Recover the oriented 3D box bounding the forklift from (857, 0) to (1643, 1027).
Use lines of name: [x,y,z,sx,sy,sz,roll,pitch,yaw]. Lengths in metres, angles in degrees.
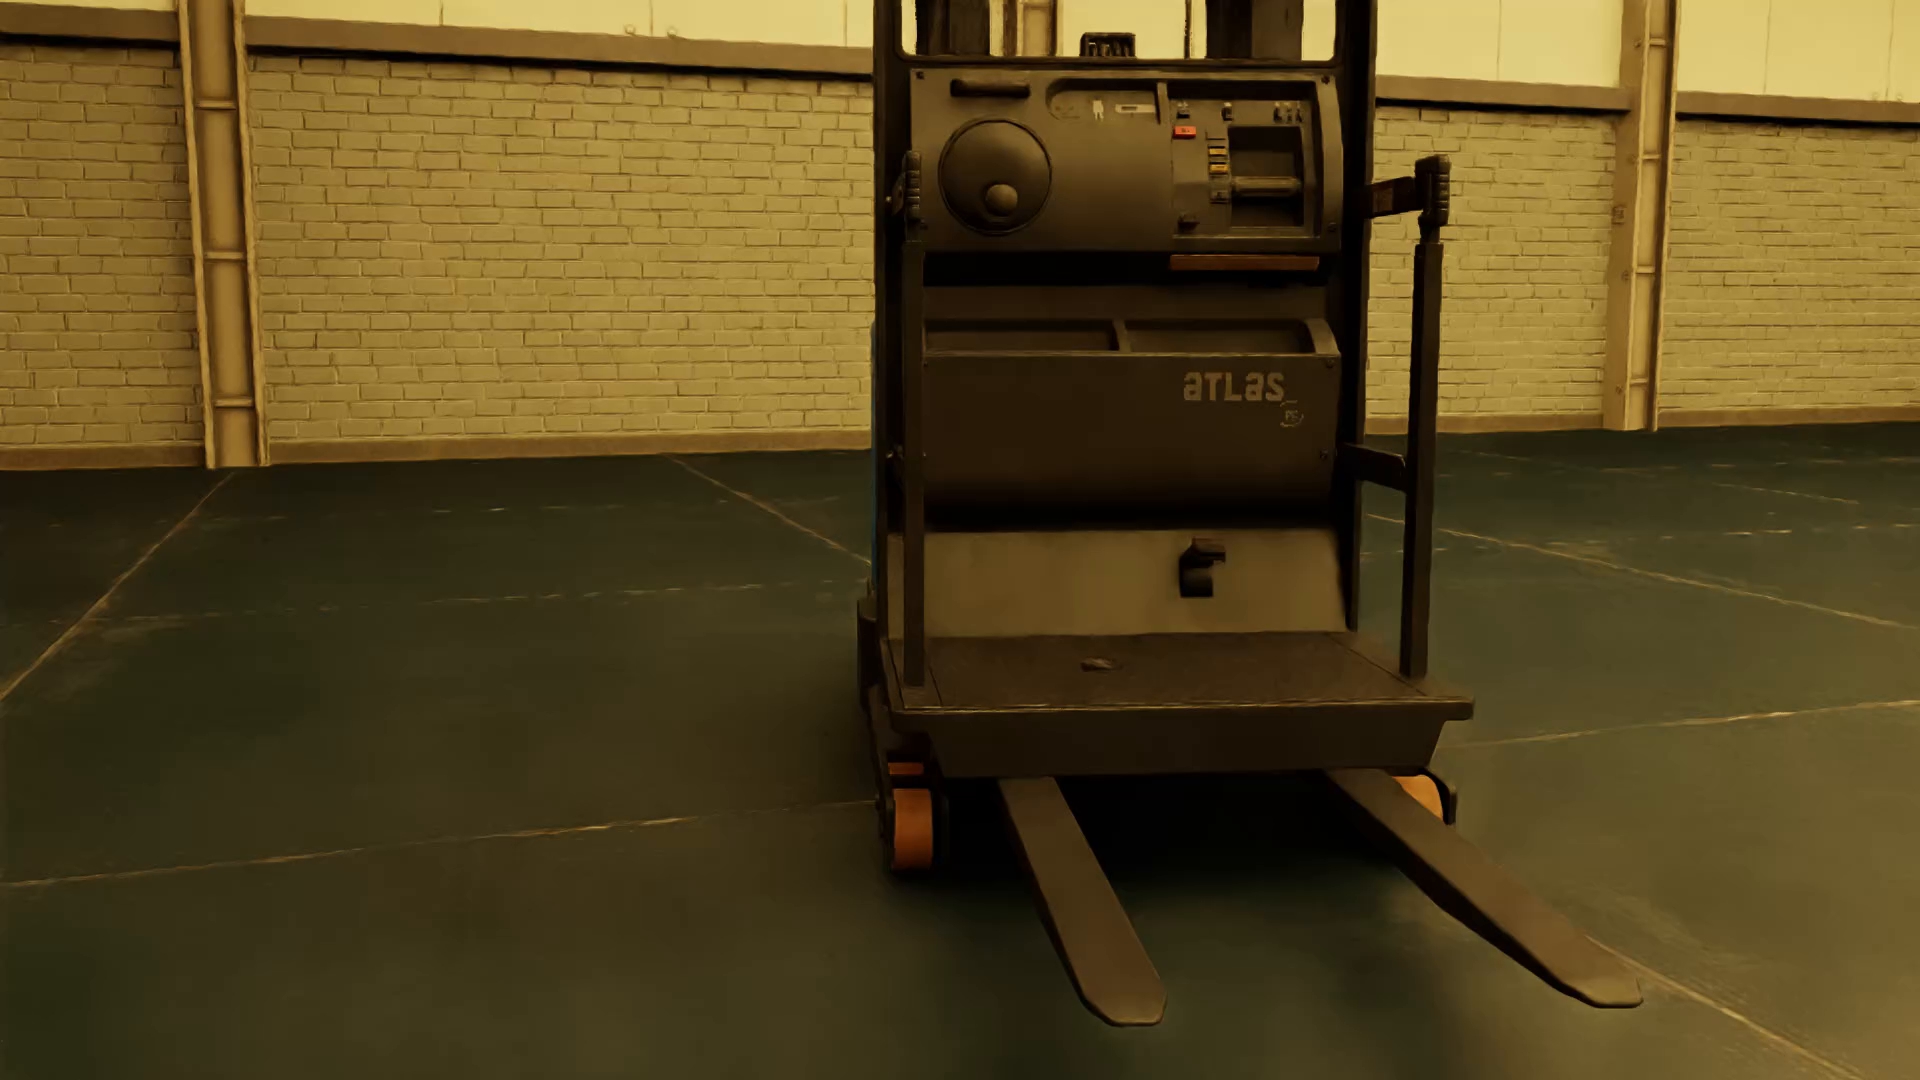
forklift: [0.378,-0.858,3.356,1.130,2.935,3.031,-1,8,-5]
